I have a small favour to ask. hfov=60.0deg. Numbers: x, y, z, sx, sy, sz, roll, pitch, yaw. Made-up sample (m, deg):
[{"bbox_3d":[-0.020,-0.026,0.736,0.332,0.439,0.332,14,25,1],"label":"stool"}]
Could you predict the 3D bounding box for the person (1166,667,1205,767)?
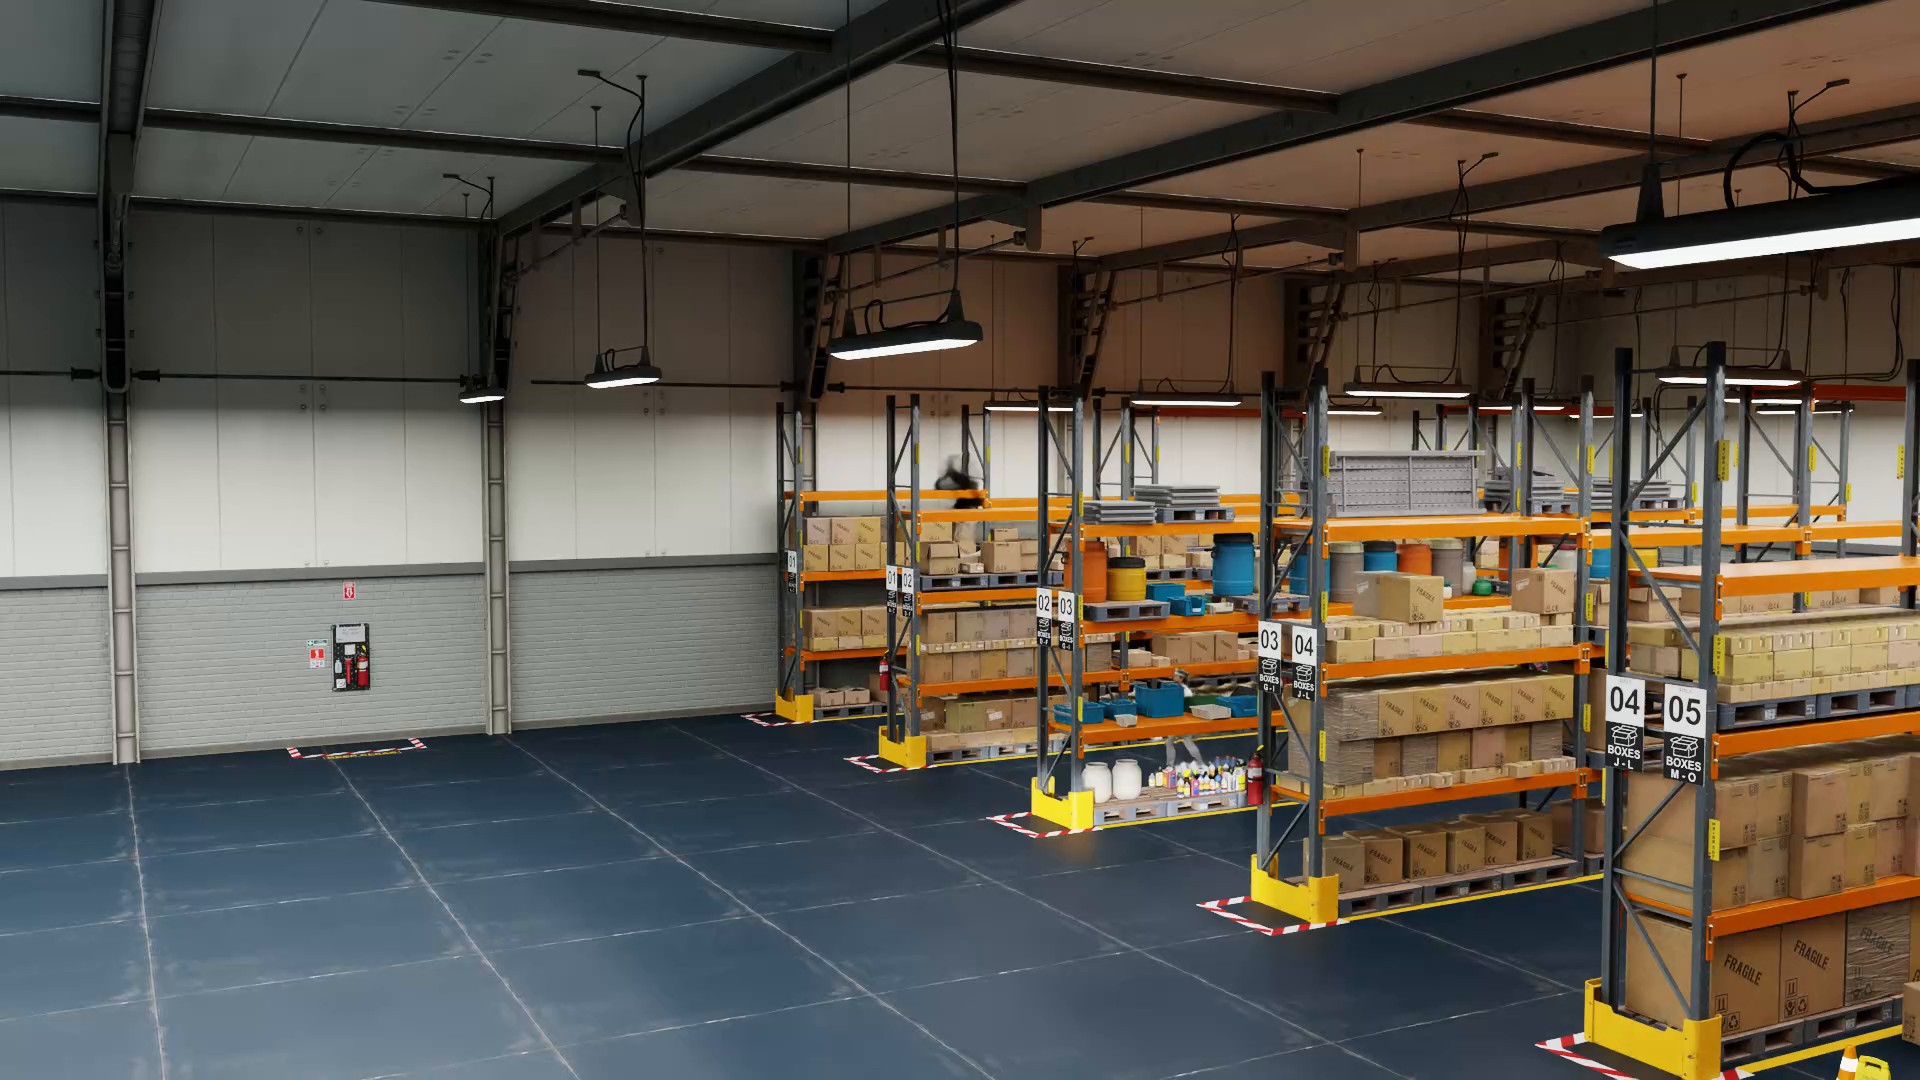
[{"bbox_3d":[3.505,2.859,25.955,0.775,1.754,0.584,-2,4,-26],"label":"person"}]
